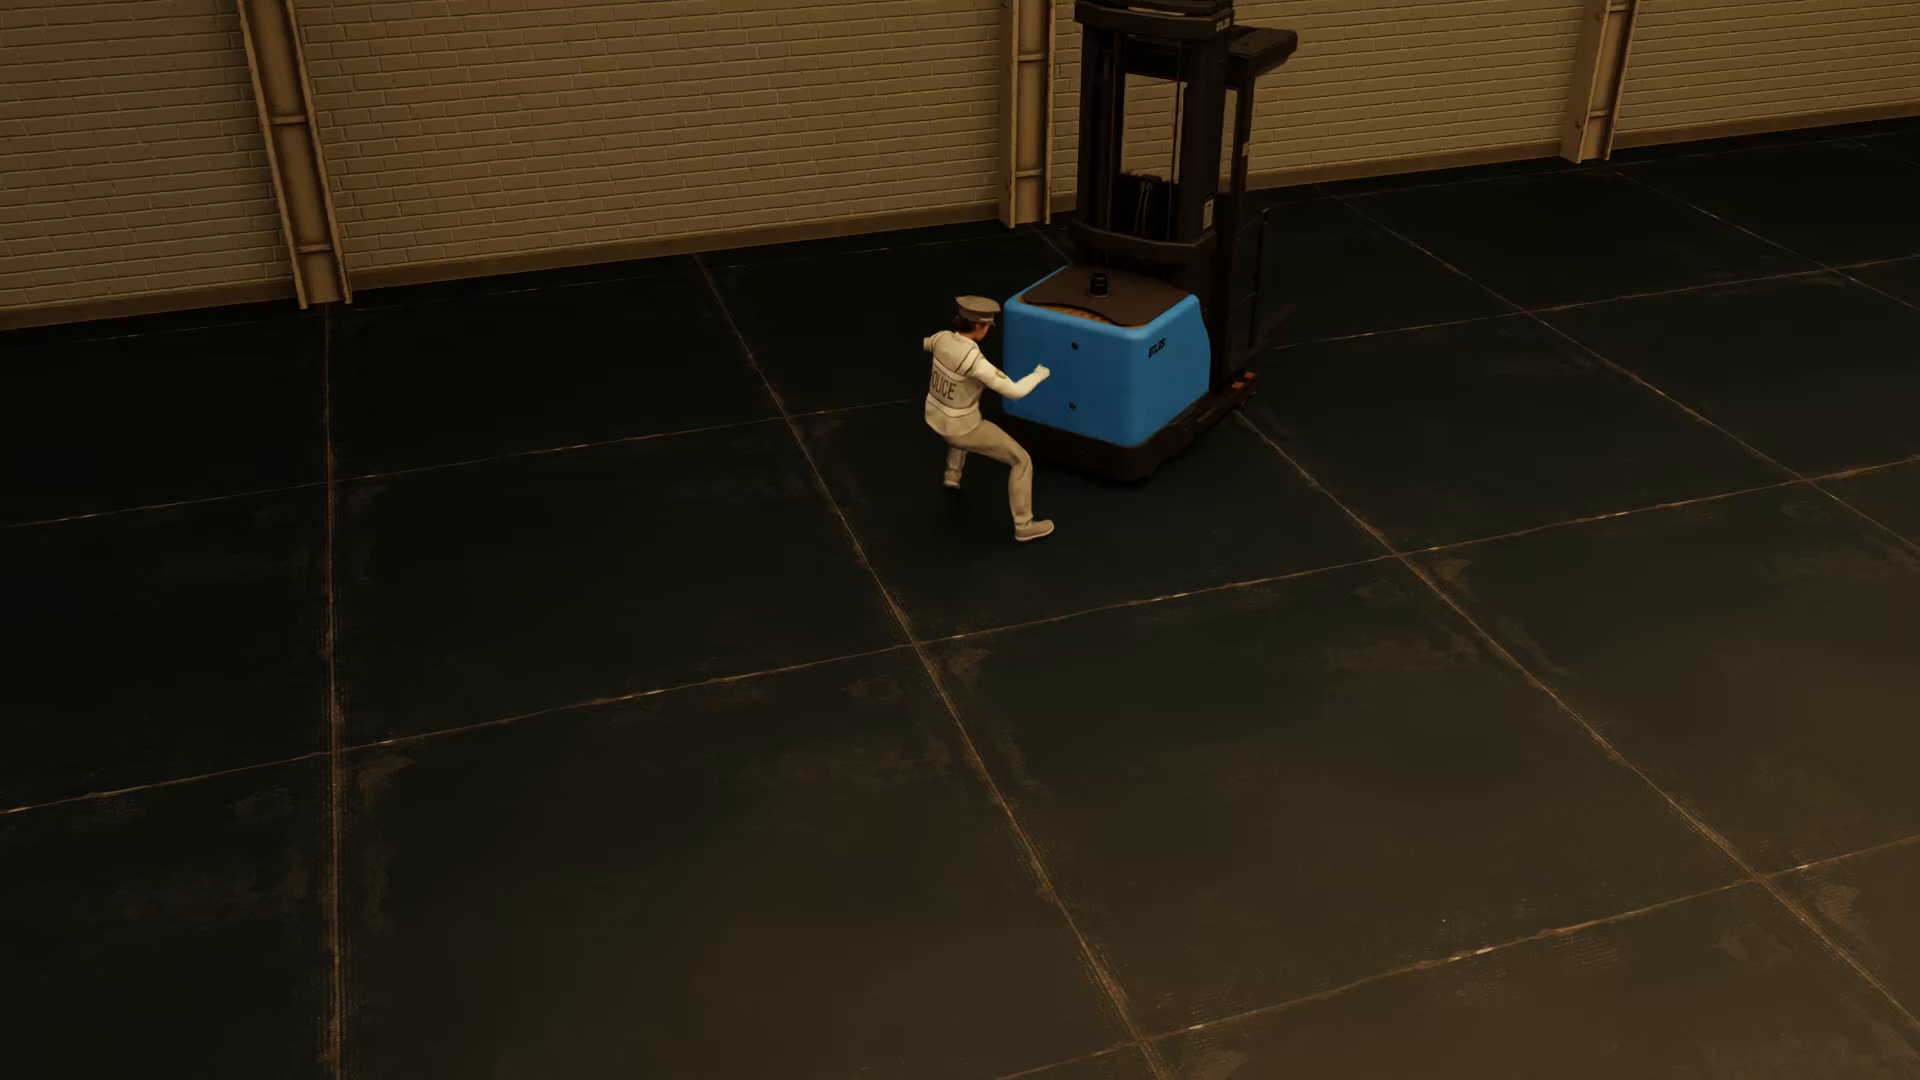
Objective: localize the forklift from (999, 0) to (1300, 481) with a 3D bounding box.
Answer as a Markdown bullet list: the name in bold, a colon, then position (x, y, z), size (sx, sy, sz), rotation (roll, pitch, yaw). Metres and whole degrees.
- **forklift**: position (1.487, -2.332, 11.141), size (1.130, 2.935, 3.031), rotation (18, 35, 28)

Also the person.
- **person**: position (0.145, -0.804, 9.965), size (0.707, 1.454, 0.945), rotation (-20, 35, -30)
